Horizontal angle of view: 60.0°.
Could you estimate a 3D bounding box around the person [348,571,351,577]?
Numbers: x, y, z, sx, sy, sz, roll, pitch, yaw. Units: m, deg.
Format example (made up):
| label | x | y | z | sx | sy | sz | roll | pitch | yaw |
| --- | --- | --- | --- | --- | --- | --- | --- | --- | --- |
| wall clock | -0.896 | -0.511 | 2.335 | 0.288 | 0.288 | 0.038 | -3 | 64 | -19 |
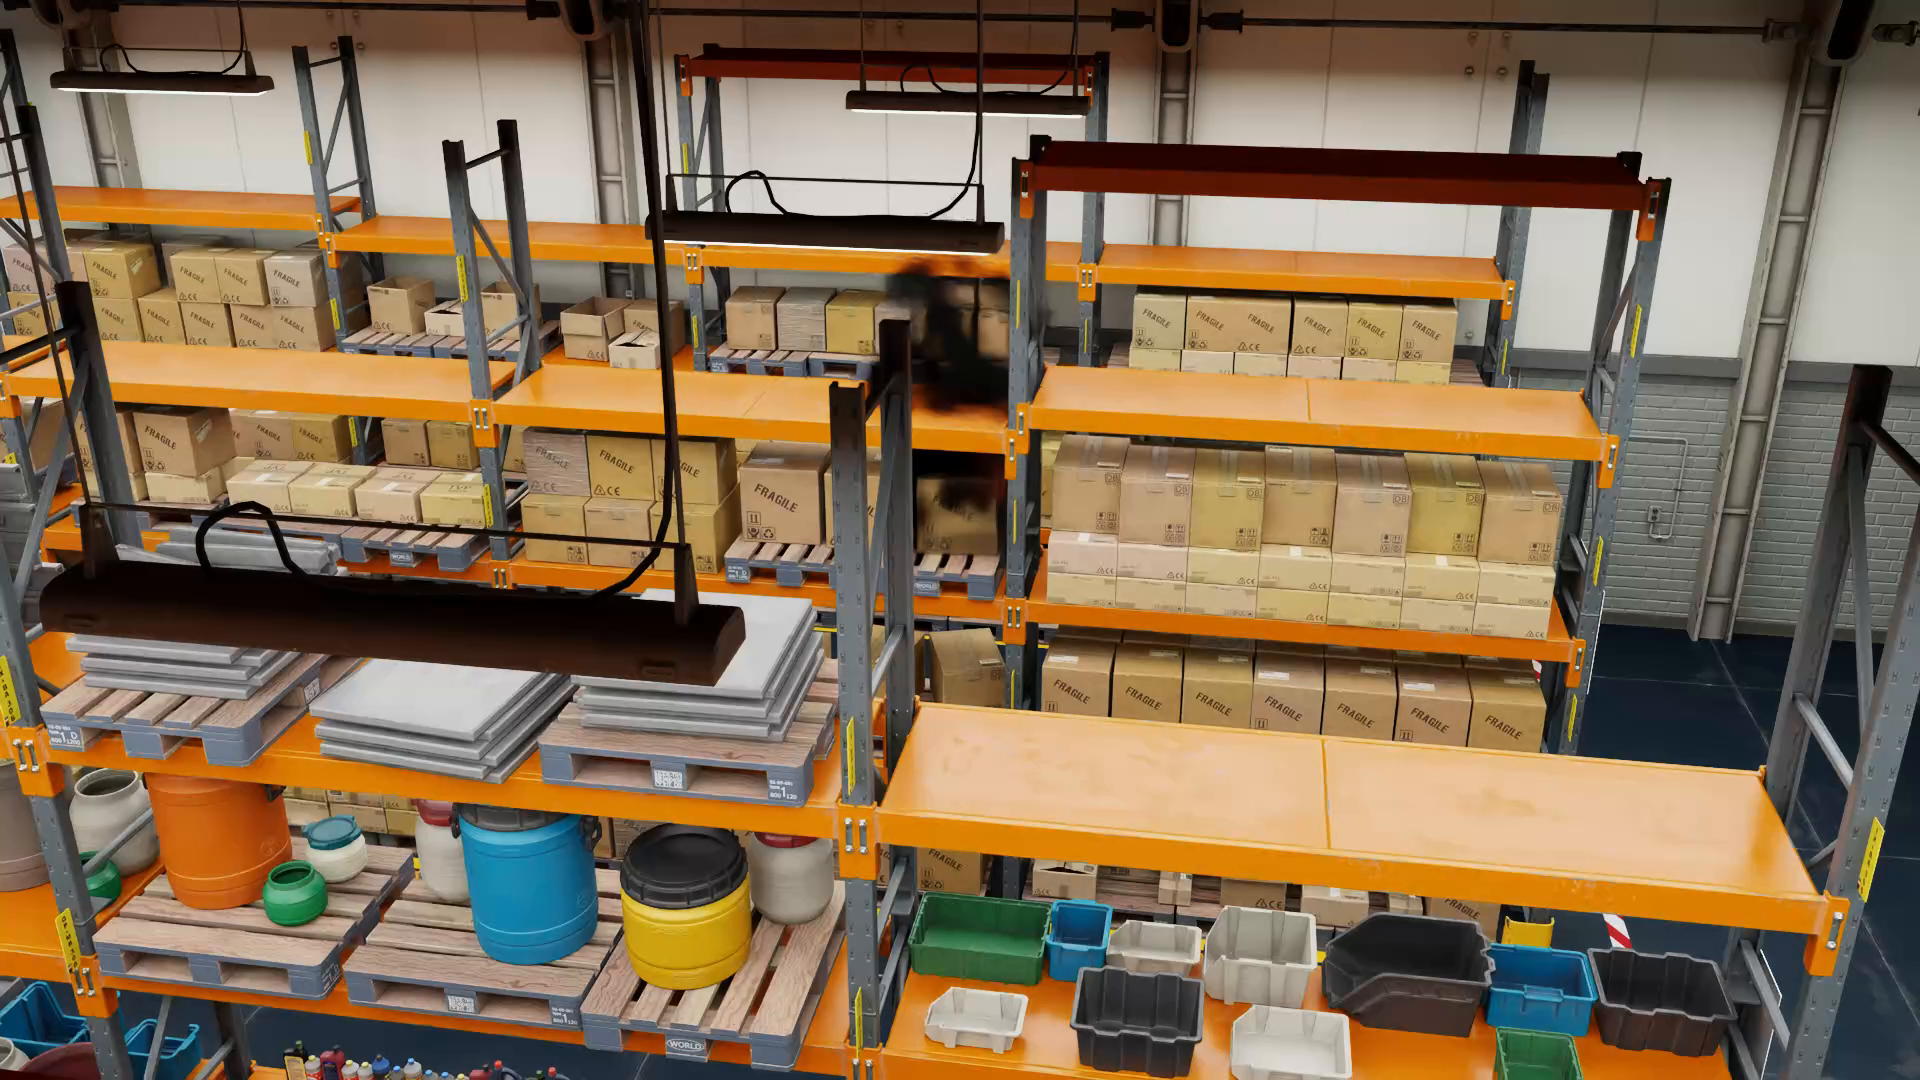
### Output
| label | x | y | z | sx | sy | sz | roll | pitch | yaw |
| --- | --- | --- | --- | --- | --- | --- | --- | --- | --- |
| person | -5.754 | 1.073 | 15.678 | 0.767 | 1.786 | 0.638 | 4 | 23 | 9 |
